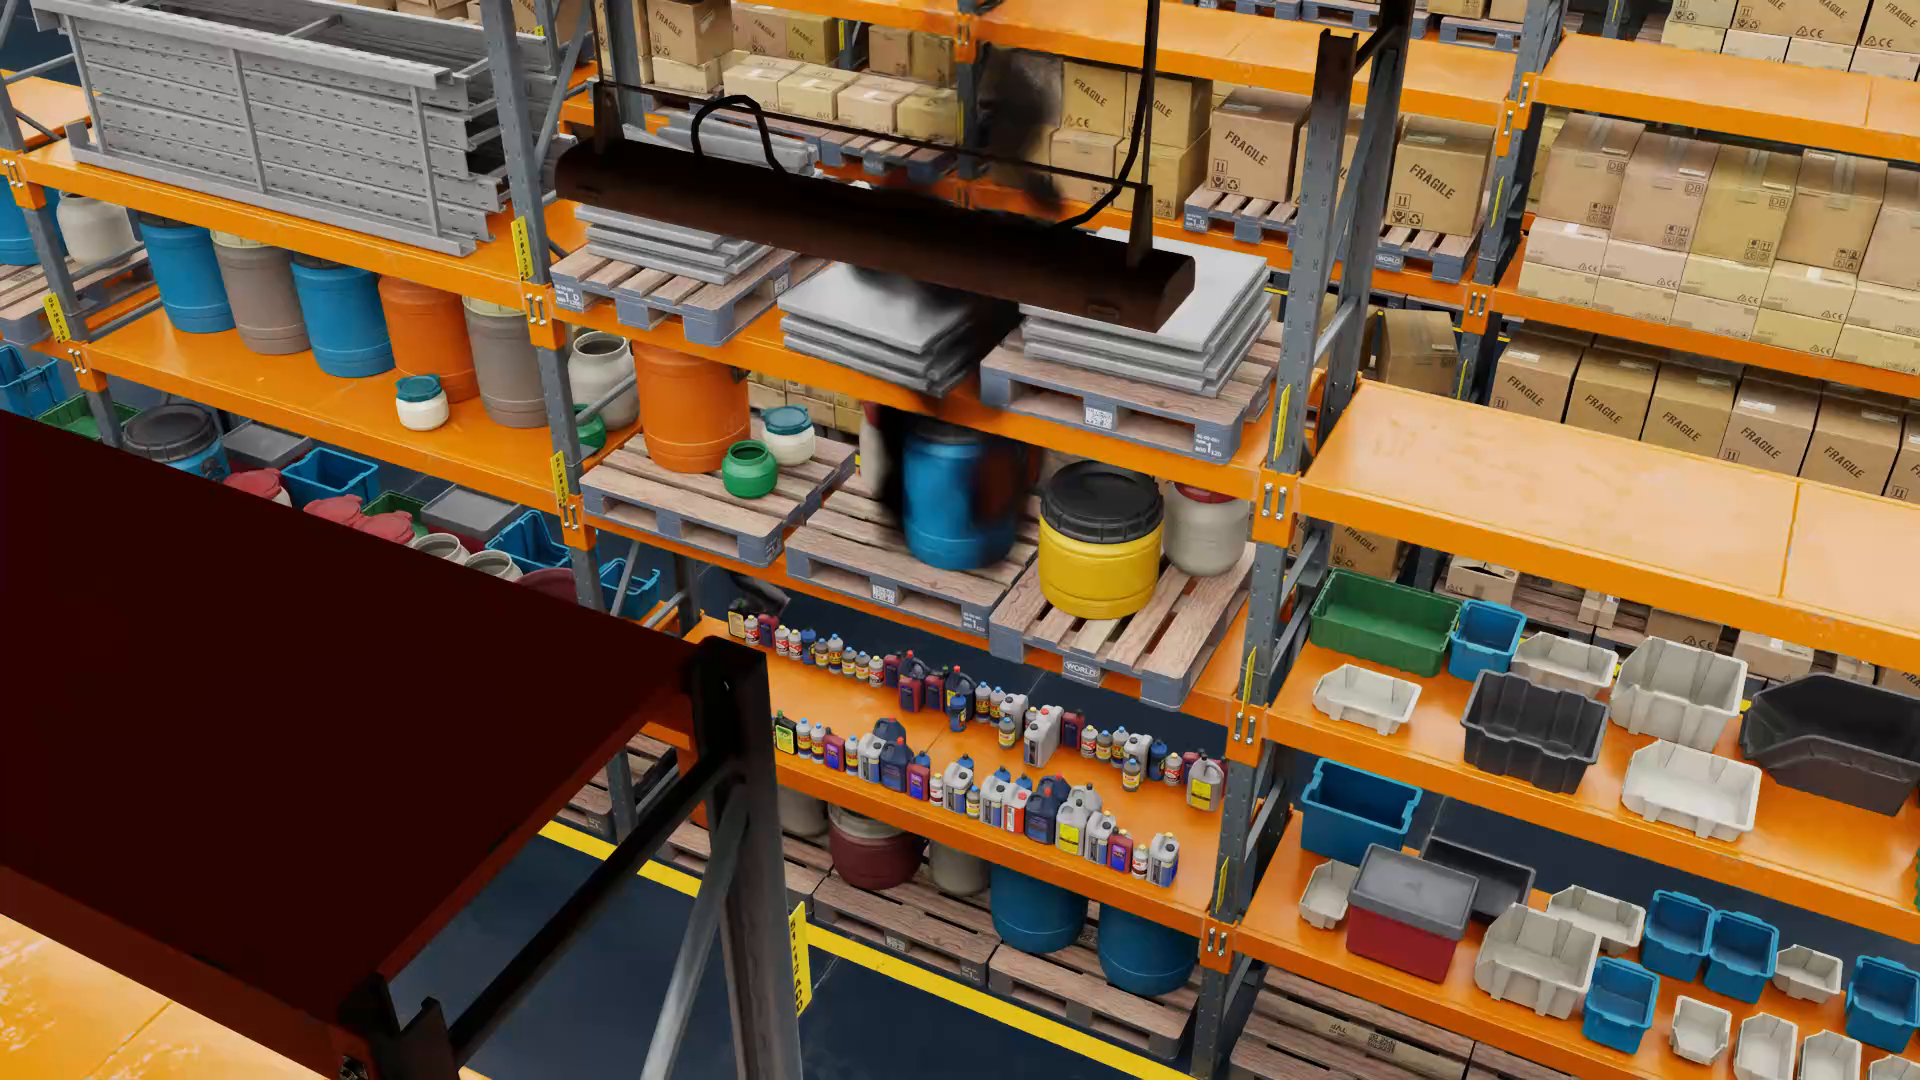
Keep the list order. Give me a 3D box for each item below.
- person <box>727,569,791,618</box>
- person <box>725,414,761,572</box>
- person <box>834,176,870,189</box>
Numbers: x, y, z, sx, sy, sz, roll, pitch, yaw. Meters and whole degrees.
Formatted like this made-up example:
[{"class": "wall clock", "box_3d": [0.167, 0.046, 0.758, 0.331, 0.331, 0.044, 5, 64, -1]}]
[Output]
[{"class": "person", "box_3d": [-1.527, -0.061, 12.570, 0.592, 1.594, 0.576, 17, 38, 23]}, {"class": "person", "box_3d": [-1.740, -0.414, 13.041, 0.681, 1.678, 0.693, 11, 36, 15]}, {"class": "person", "box_3d": [-1.042, -2.959, 16.588, 0.786, 1.704, 0.653, 16, 38, 22]}]
